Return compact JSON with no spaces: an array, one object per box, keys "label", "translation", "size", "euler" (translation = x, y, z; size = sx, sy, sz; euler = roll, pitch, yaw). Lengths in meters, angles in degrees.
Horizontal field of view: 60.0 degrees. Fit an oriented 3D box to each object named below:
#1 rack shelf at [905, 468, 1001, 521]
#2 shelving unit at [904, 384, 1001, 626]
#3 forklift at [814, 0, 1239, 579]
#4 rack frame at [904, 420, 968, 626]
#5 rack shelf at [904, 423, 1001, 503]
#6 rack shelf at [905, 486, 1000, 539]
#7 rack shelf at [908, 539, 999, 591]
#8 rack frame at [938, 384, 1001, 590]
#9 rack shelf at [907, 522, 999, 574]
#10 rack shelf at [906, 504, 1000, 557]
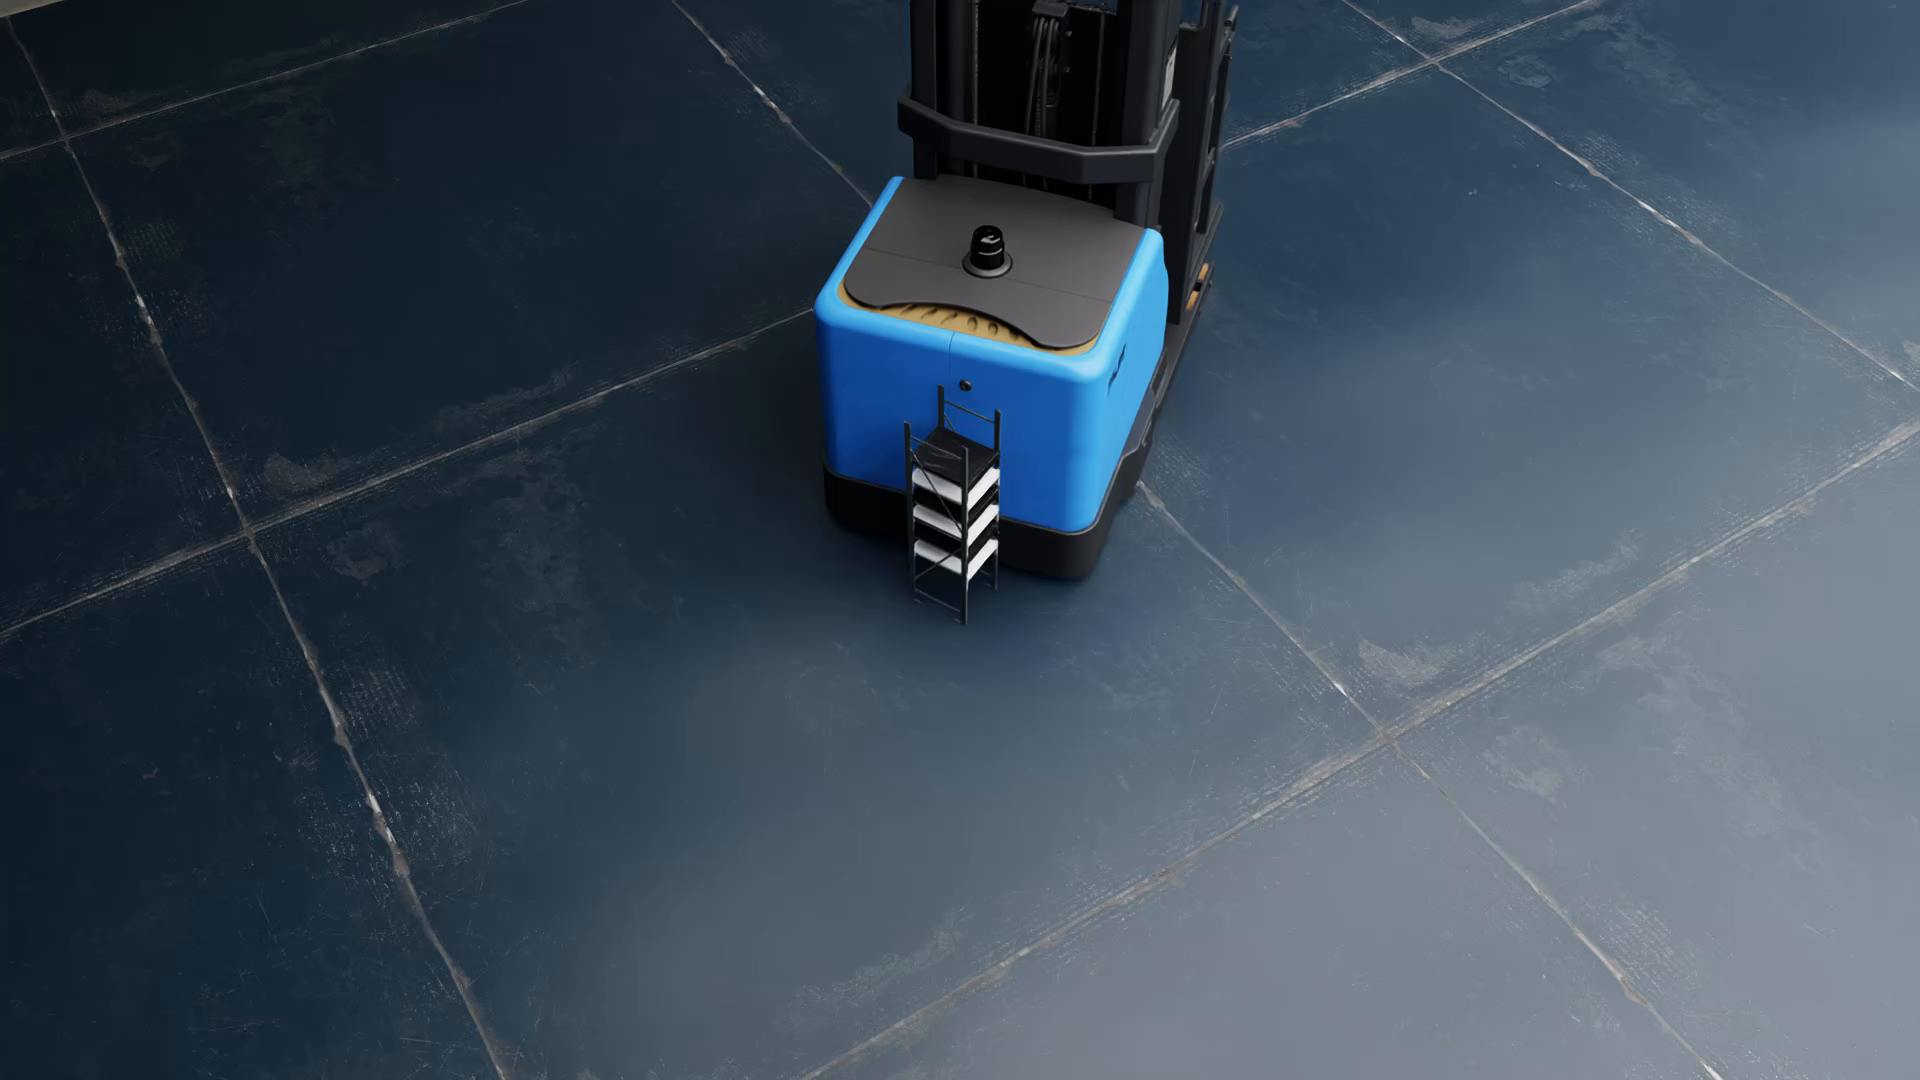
[{"label":"rack shelf","translation":[-0.024,-0.200,5.629],"size":[0.258,0.077,0.200],"euler":[26,53,21]},{"label":"shelving unit","translation":[-0.024,-0.103,5.739],"size":[0.258,0.900,0.210],"euler":[26,53,21]},{"label":"forklift","translation":[0.458,-1.961,6.033],"size":[1.130,2.935,3.031],"euler":[15,50,13]},{"label":"rack frame","translation":[-0.079,-0.039,5.682],"size":[0.240,0.900,0.006],"euler":[26,53,21]},{"label":"rack shelf","translation":[-0.024,-0.260,5.562],"size":[0.258,0.077,0.200],"euler":[26,53,21]},{"label":"rack shelf","translation":[-0.024,-0.140,5.696],"size":[0.258,0.077,0.200],"euler":[26,53,21]},{"label":"rack shelf","translation":[-0.024,0.039,5.898],"size":[0.258,0.077,0.200],"euler":[26,53,21]},{"label":"rack frame","translation":[0.031,-0.167,5.796],"size":[0.240,0.900,0.006],"euler":[26,53,21]},{"label":"rack shelf","translation":[-0.024,-0.021,5.831],"size":[0.258,0.077,0.200],"euler":[26,53,21]},{"label":"rack shelf","translation":[-0.024,-0.080,5.764],"size":[0.258,0.077,0.200],"euler":[26,53,21]}]
